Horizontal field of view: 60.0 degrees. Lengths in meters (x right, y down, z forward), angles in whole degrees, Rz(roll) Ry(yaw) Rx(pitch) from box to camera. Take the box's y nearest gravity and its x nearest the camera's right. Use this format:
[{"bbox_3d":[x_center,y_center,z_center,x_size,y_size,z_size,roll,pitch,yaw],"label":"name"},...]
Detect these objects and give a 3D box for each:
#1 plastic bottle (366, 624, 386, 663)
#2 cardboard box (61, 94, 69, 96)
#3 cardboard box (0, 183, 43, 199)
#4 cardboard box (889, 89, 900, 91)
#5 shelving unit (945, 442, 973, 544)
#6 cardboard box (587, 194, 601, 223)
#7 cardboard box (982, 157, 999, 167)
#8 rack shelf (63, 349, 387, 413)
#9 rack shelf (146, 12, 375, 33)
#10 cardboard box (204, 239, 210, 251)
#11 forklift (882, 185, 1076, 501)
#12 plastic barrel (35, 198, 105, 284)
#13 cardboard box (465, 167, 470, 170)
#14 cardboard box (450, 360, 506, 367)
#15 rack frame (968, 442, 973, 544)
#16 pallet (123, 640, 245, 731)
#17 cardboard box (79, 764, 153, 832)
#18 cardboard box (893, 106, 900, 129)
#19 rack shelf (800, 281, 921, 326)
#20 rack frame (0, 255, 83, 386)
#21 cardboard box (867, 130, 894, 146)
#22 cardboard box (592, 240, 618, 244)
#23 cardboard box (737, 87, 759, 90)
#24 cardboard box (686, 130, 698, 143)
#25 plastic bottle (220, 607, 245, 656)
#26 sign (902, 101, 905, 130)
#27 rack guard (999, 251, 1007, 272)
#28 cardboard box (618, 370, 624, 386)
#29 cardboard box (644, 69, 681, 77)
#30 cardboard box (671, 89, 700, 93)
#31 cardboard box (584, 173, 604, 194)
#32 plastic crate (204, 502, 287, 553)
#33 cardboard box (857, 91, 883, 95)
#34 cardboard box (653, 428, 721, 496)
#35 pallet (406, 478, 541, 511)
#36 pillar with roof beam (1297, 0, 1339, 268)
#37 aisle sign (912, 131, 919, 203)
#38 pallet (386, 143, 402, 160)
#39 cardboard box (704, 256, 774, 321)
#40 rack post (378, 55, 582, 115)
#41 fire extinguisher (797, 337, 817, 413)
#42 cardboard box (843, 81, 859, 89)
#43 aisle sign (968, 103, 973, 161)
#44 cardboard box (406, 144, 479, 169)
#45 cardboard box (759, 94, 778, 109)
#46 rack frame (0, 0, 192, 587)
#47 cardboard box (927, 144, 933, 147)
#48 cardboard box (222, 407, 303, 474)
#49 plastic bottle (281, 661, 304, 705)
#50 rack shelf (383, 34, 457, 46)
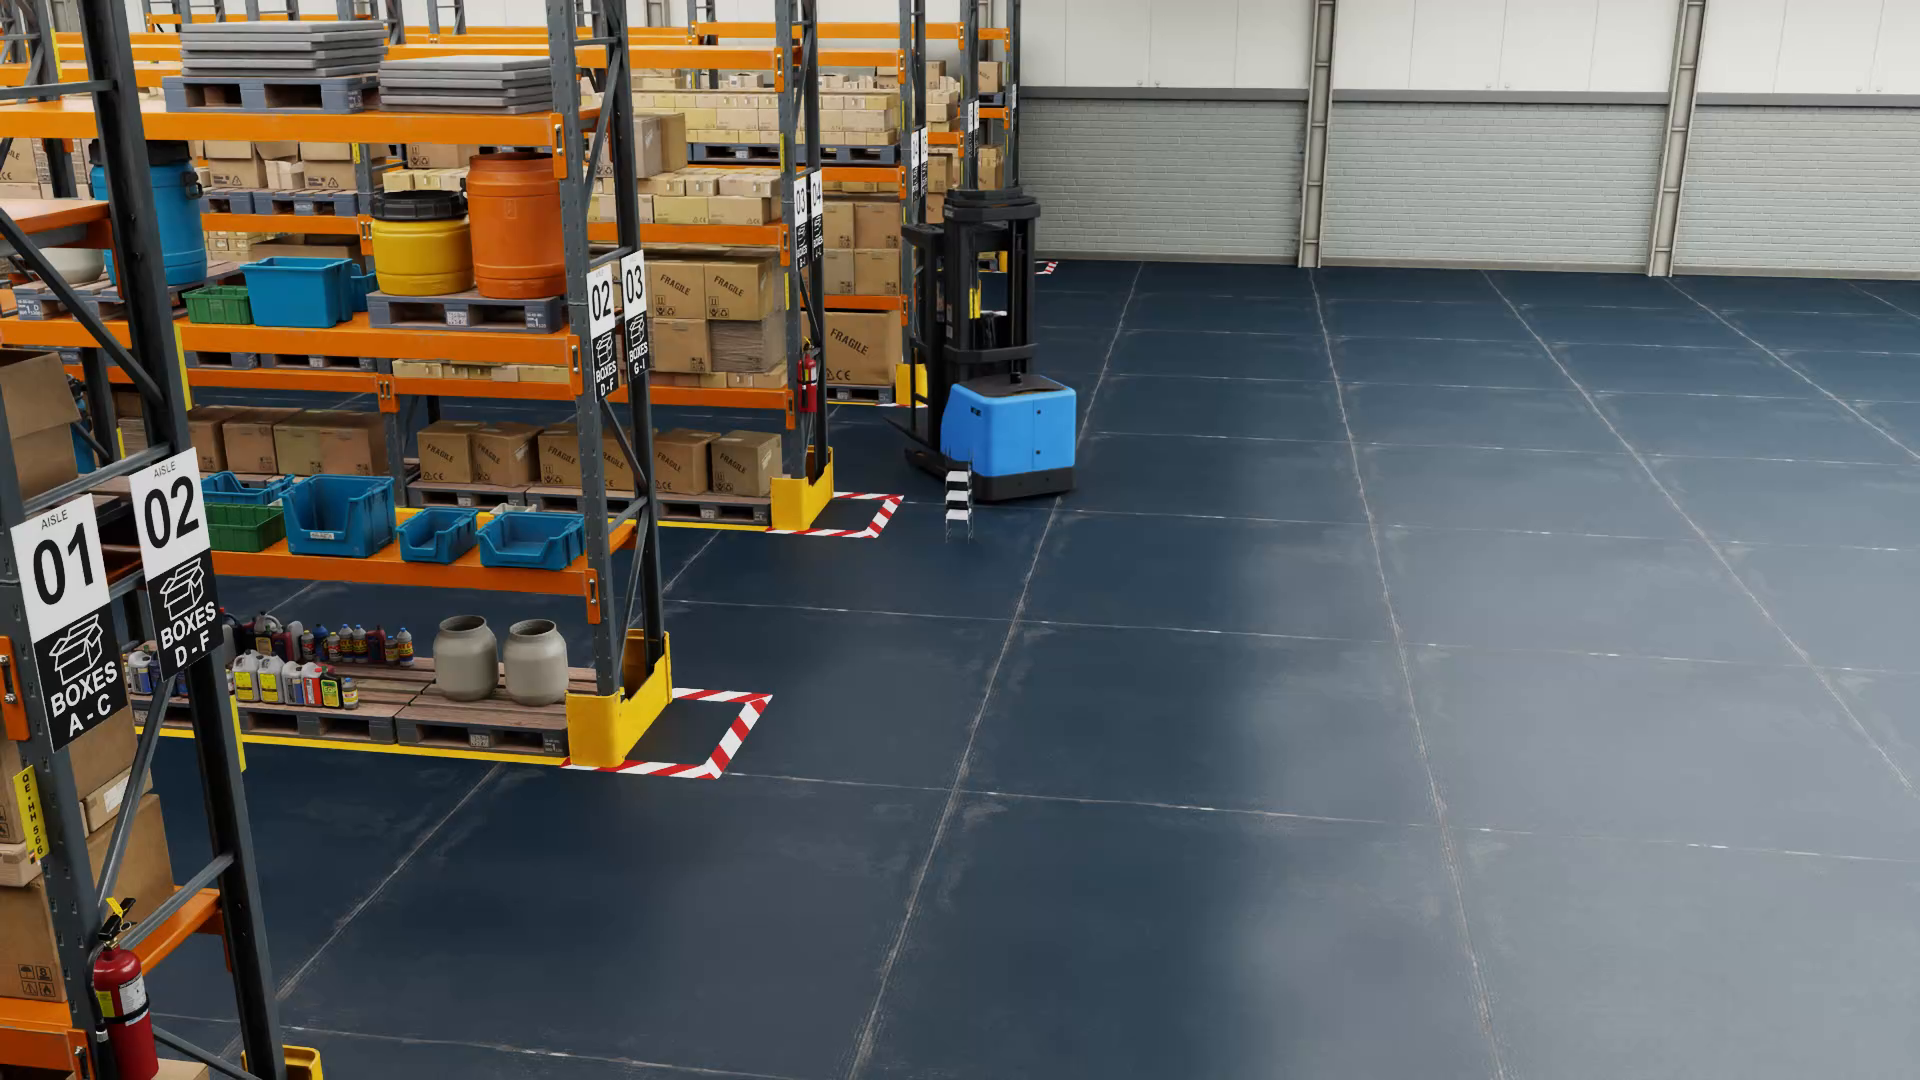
[{"bbox_3d":[-4.181,0.735,11.914,0.133,0.283,0.061,3,19,10],"label":"plastic bottle"},{"bbox_3d":[-14.190,-7.136,26.444,0.500,0.311,0.500,3,19,10],"label":"cardboard box"},{"bbox_3d":[-8.909,-3.341,16.017,0.500,0.250,0.500,3,19,10],"label":"cardboard box"},{"bbox_3d":[-0.905,-6.634,24.762,0.250,0.149,0.380,3,19,8],"label":"cardboard box"},{"bbox_3d":[-0.008,-0.427,15.108,0.210,0.900,0.258,3,19,9],"label":"shelving unit"},{"bbox_3d":[-3.446,-3.063,15.186,0.500,0.250,0.500,3,19,8],"label":"cardboard box"},{"bbox_3d":[0.535,-6.635,29.173,0.250,0.149,0.380,3,19,9],"label":"cardboard box"},{"bbox_3d":[-7.358,-1.651,16.592,4.000,0.370,1.077,3,19,9],"label":"rack shelf"},{"bbox_3d":[-12.902,-9.557,30.771,4.000,0.370,1.077,3,19,9],"label":"rack shelf"},{"bbox_3d":[-9.530,-3.771,21.057,0.250,0.149,0.380,3,19,10],"label":"cardboard box"},{"bbox_3d":[0.069,-2.195,17.192,1.130,2.935,3.031,-9,20,-24],"label":"forklift"},{"bbox_3d":[-5.775,-1.932,10.730,0.421,0.512,0.421,0,18,0],"label":"plastic barrel"},{"bbox_3d":[-4.506,-3.479,15.801,0.250,0.149,0.380,2,19,6],"label":"cardboard box"},{"bbox_3d":[-4.461,-2.002,15.880,0.500,0.500,0.875,3,19,9],"label":"cardboard box"},{"bbox_3d":[0.092,-0.422,15.093,0.006,0.900,0.240,3,19,9],"label":"rack frame"},{"bbox_3d":[-5.513,1.029,11.842,1.213,0.211,1.003,3,19,9],"label":"pallet"},{"bbox_3d":[-3.363,0.971,6.442,0.250,0.149,0.380,3,19,8],"label":"cardboard box"},{"bbox_3d":[-0.984,-5.083,19.935,0.500,0.250,0.500,3,19,9],"label":"cardboard box"},{"bbox_3d":[-2.522,-2.999,20.619,4.000,0.370,1.077,3,19,9],"label":"rack shelf"},{"bbox_3d":[-9.333,-2.093,16.778,0.127,3.000,1.000,3,19,9],"label":"rack frame"},{"bbox_3d":[-0.930,-4.700,19.418,0.250,0.149,0.380,3,19,9],"label":"cardboard box"},{"bbox_3d":[-4.138,-3.994,20.523,0.550,0.550,0.875,3,19,9],"label":"cardboard box"},{"bbox_3d":[-3.195,-6.741,25.082,0.250,0.149,0.380,2,19,7],"label":"cardboard box"},{"bbox_3d":[-3.187,-4.815,19.763,0.250,0.149,0.380,3,19,8],"label":"cardboard box"},{"bbox_3d":[-5.298,0.659,12.034,0.185,0.351,0.144,2,19,6],"label":"plastic bottle"},{"bbox_3d":[-0.648,-4.875,19.094,0.005,0.325,0.100,3,19,9],"label":"sign"},{"bbox_3d":[0.945,-5.164,29.895,0.348,0.500,1.175,3,19,9],"label":"rack guard"},{"bbox_3d":[-3.246,-1.564,15.592,0.250,0.149,0.380,3,19,9],"label":"cardboard box"},{"bbox_3d":[-5.296,-8.305,29.641,0.500,0.500,0.500,3,19,10],"label":"cardboard box"},{"bbox_3d":[-3.341,-5.412,20.290,0.250,0.149,0.380,3,19,10],"label":"cardboard box"},{"bbox_3d":[-3.305,-3.243,15.096,0.250,0.149,0.380,2,19,6],"label":"cardboard box"},{"bbox_3d":[-4.874,-0.083,11.104,0.662,0.188,0.450,3,19,9],"label":"plastic crate"},{"bbox_3d":[-1.074,-5.297,19.946,0.250,0.149,0.380,3,19,9],"label":"cardboard box"},{"bbox_3d":[-2.644,-0.760,16.072,0.500,0.500,0.500,8,20,23],"label":"cardboard box"},{"bbox_3d":[-4.715,-0.547,16.551,1.213,0.211,1.003,3,19,9],"label":"pallet"},{"bbox_3d":[5.618,-7.862,24.565,0.400,9.000,9.100,3,19,9],"label":"pillar with roof beam"},{"bbox_3d":[-0.525,-4.375,19.500,0.004,0.787,0.394,3,19,9],"label":"aisle sign"},{"bbox_3d":[-6.698,-4.904,20.749,1.213,0.211,1.003,4,19,11],"label":"pallet"},{"bbox_3d":[-2.016,-2.303,15.205,0.500,0.500,0.500,3,19,9],"label":"cardboard box"},{"bbox_3d":[-2.946,-2.825,10.298,0.954,0.300,0.937,5,19,15],"label":"rack post"},{"bbox_3d":[-1.394,-1.504,15.139,0.183,0.674,0.296,3,19,9],"label":"fire extinguisher"},{"bbox_3d":[-1.874,-7.945,29.118,0.250,0.149,0.380,3,19,10],"label":"cardboard box"},{"bbox_3d":[0.153,-5.934,24.161,0.004,0.787,0.394,3,19,9],"label":"aisle sign"},{"bbox_3d":[-4.899,-3.797,15.729,0.500,0.500,0.500,2,19,7],"label":"cardboard box"},{"bbox_3d":[-2.189,-5.142,19.483,0.250,0.149,0.380,3,19,8],"label":"cardboard box"},{"bbox_3d":[-3.009,-1.432,5.348,0.127,3.000,1.000,3,19,9],"label":"rack frame"},{"bbox_3d":[-0.642,-7.030,29.883,0.250,0.149,0.380,2,19,7],"label":"cardboard box"},{"bbox_3d":[-7.007,-1.011,16.789,0.500,0.500,0.700,1,19,4],"label":"cardboard box"},{"bbox_3d":[-4.484,0.961,11.250,0.135,0.276,0.152,2,19,7],"label":"plastic bottle"},{"bbox_3d":[-9.736,-7.613,25.584,4.000,0.370,1.077,3,19,9],"label":"rack shelf"}]
